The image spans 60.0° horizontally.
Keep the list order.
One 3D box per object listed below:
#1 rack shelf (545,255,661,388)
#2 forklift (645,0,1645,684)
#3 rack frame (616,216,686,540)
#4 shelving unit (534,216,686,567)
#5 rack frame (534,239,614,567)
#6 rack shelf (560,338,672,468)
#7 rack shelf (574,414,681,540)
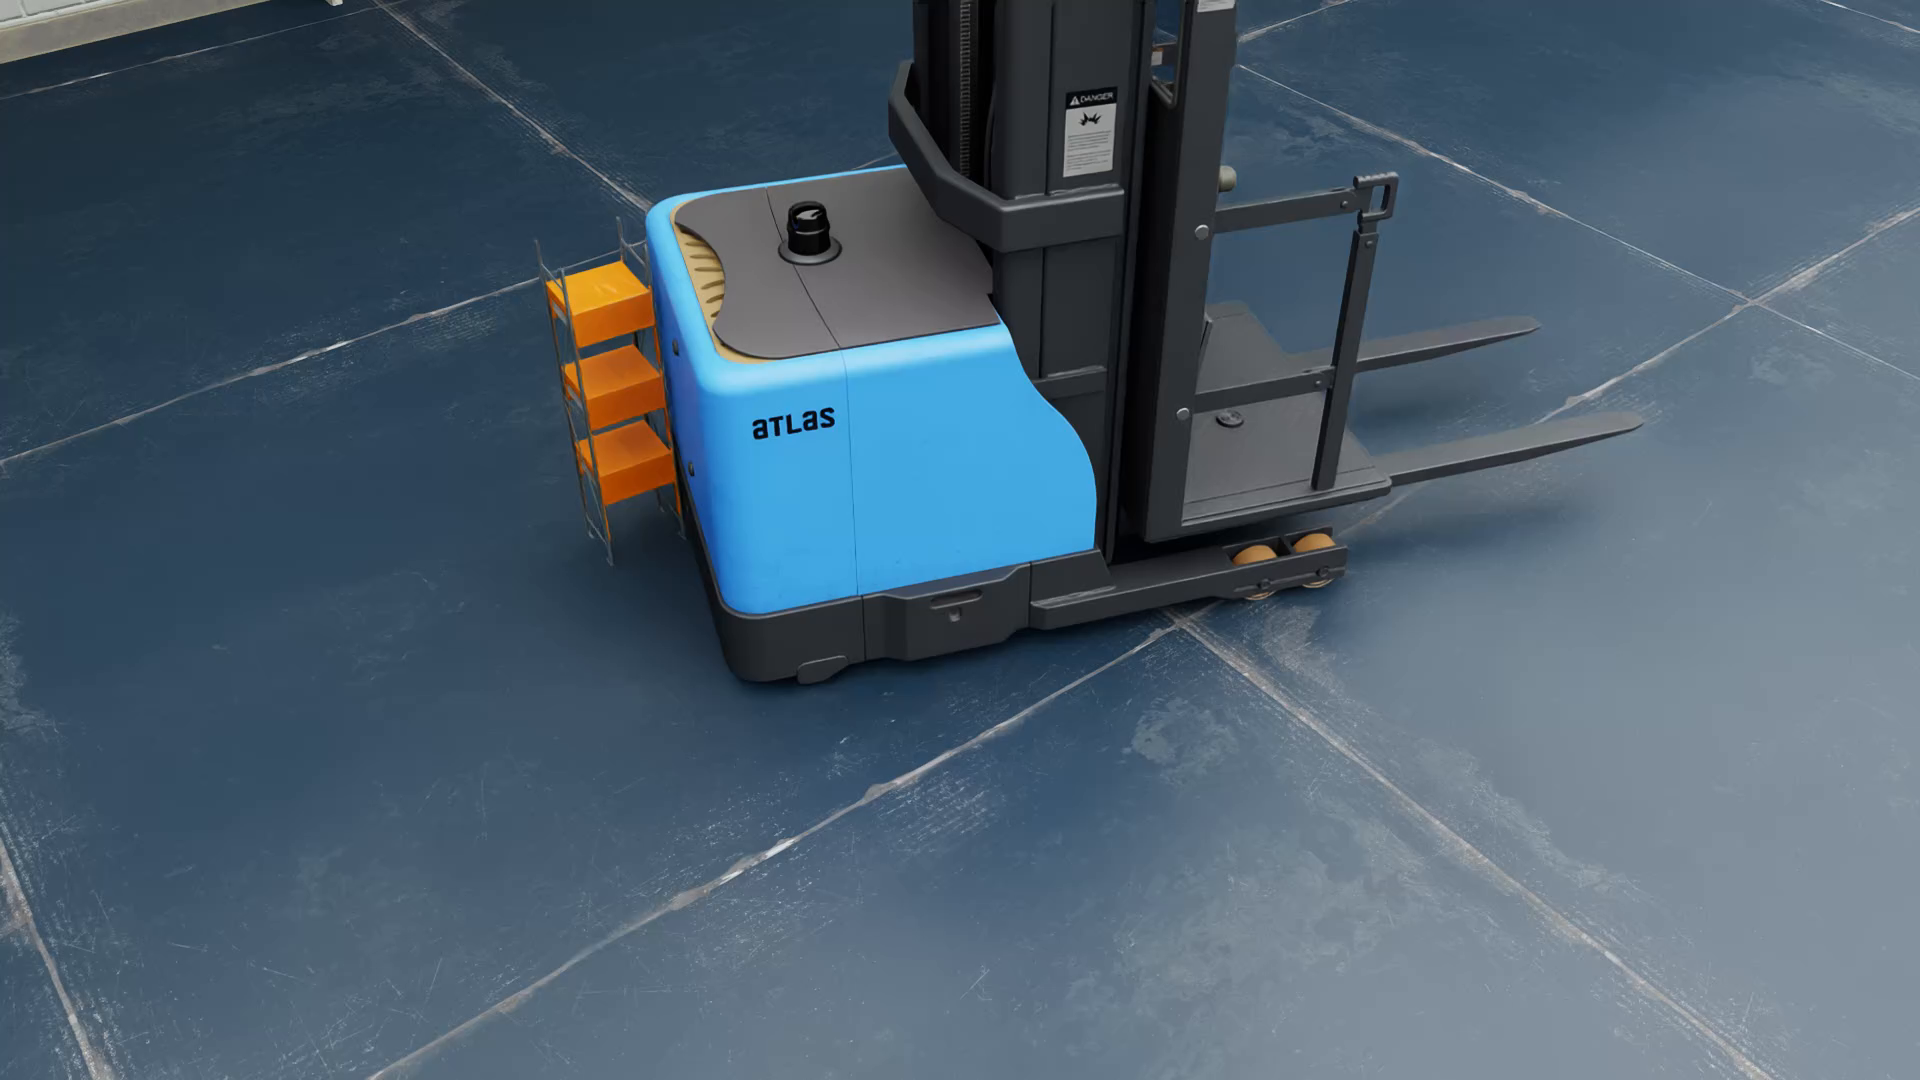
[{"bbox_3d":[-1.021,-0.626,4.754,0.240,0.259,0.215,-22,45,-24],"label":"rack shelf"},{"bbox_3d":[0.665,-1.262,4.477,3.031,2.935,1.130,-11,41,-13],"label":"forklift"},{"bbox_3d":[-0.919,-0.457,4.978,0.008,1.050,0.200,-22,45,-24],"label":"rack frame"},{"bbox_3d":[-1.022,-0.416,4.928,0.252,1.050,0.215,-22,45,-24],"label":"shelving unit"},{"bbox_3d":[-1.126,-0.375,4.878,0.008,1.050,0.200,-22,45,-24],"label":"rack frame"},{"bbox_3d":[-1.022,-0.408,4.935,0.240,0.259,0.215,-22,45,-24],"label":"rack shelf"},{"bbox_3d":[-1.023,-0.194,5.113,0.240,0.259,0.215,-22,45,-24],"label":"rack shelf"}]
